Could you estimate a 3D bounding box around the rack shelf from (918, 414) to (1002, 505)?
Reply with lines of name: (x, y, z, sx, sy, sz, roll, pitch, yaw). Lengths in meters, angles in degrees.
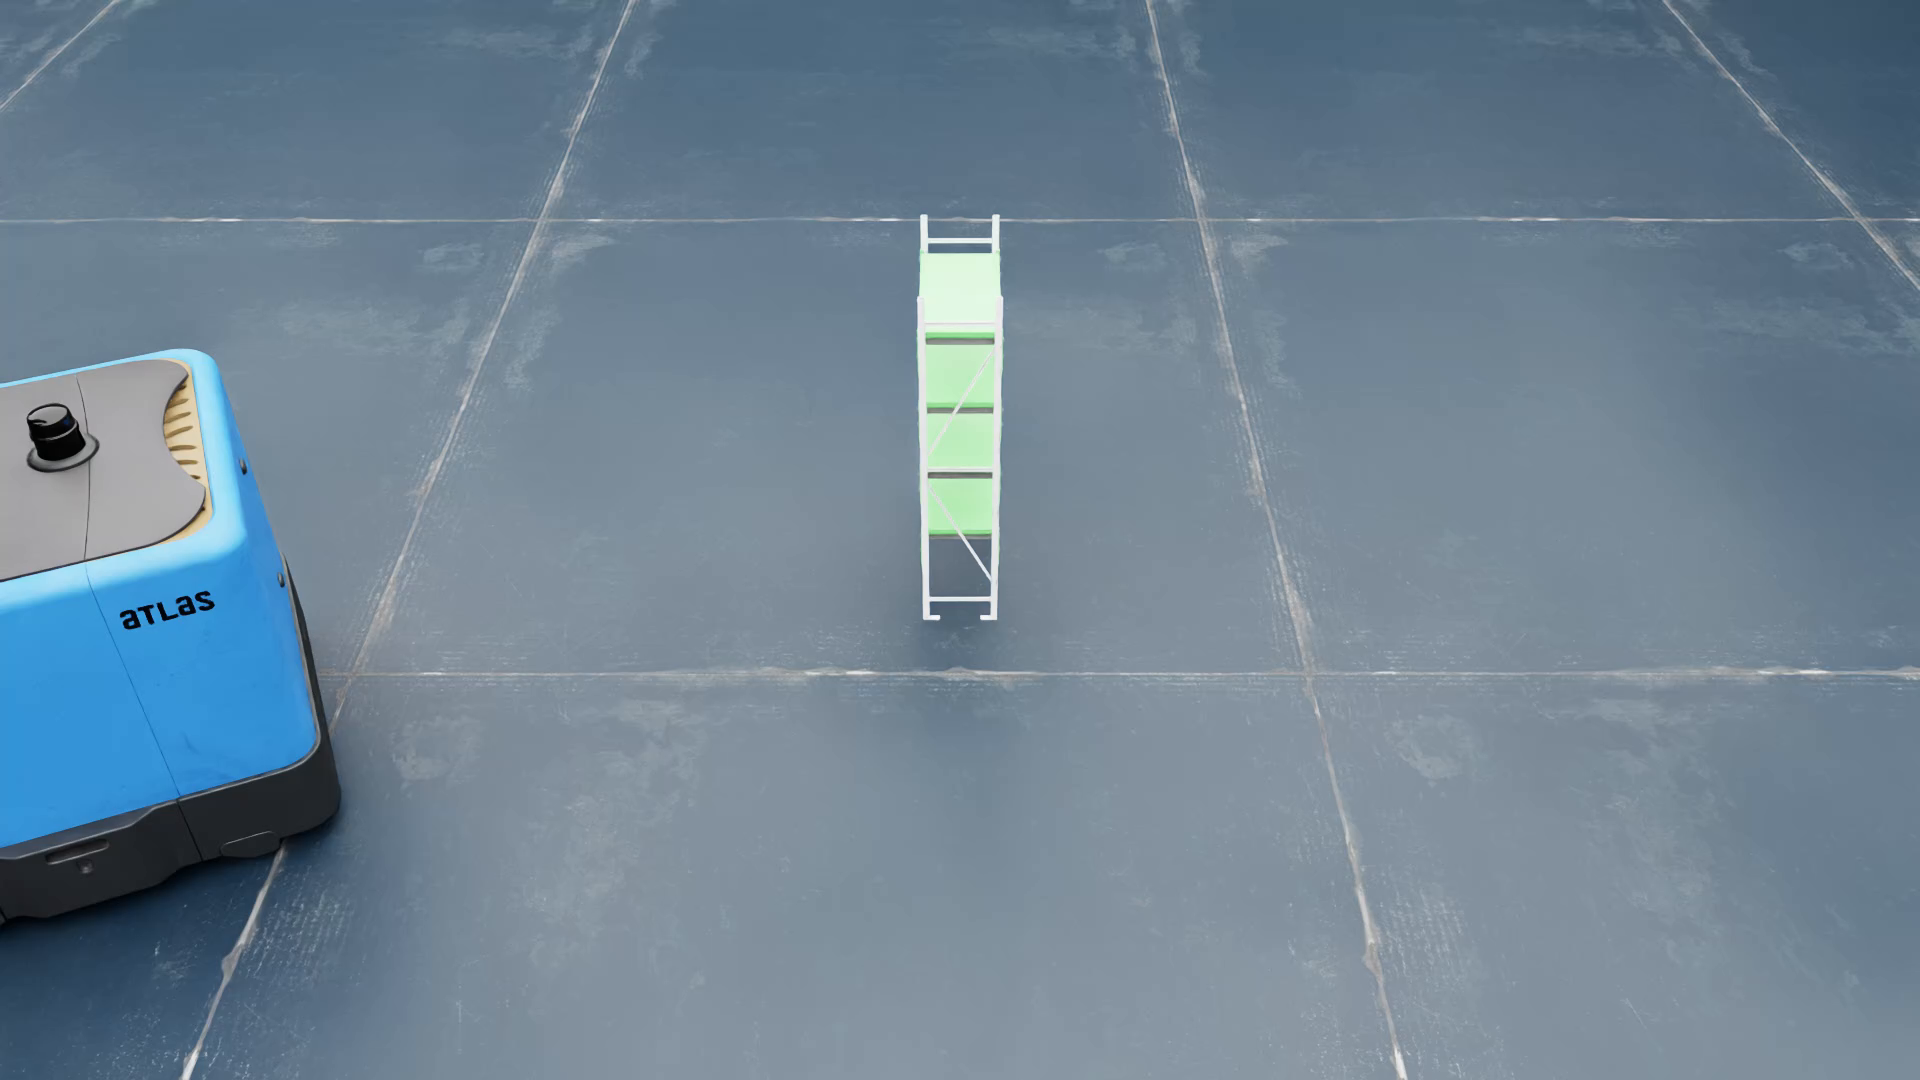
rack shelf: (0.000, -0.315, 5.286, 0.258, 0.148, 0.480, 0, 39, 0)

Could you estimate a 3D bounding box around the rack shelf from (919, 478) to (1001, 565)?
rack shelf: (0.000, -0.128, 5.436, 0.258, 0.148, 0.480, 0, 39, 0)

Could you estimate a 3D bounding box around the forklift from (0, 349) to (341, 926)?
forklift: (-3.317, -0.221, 3.682, 3.031, 2.935, 1.130, -16, 41, -18)

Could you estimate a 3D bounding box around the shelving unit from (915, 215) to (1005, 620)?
shelving unit: (0.000, -0.365, 5.246, 0.258, 1.200, 0.503, 0, 39, 0)

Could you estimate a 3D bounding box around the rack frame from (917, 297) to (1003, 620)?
rack frame: (0.000, -0.212, 5.055, 0.240, 1.200, 0.015, 0, 39, 0)

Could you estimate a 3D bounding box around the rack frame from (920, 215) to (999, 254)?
rack frame: (0.000, -0.517, 5.436, 0.240, 1.200, 0.015, 0, 39, 0)

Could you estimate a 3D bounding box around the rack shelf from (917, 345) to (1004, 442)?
rack shelf: (0.000, -0.502, 5.135, 0.258, 0.148, 0.480, 0, 39, 0)

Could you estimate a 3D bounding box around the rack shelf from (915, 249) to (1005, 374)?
rack shelf: (0.000, -0.689, 4.985, 0.258, 0.148, 0.480, 0, 39, 0)
